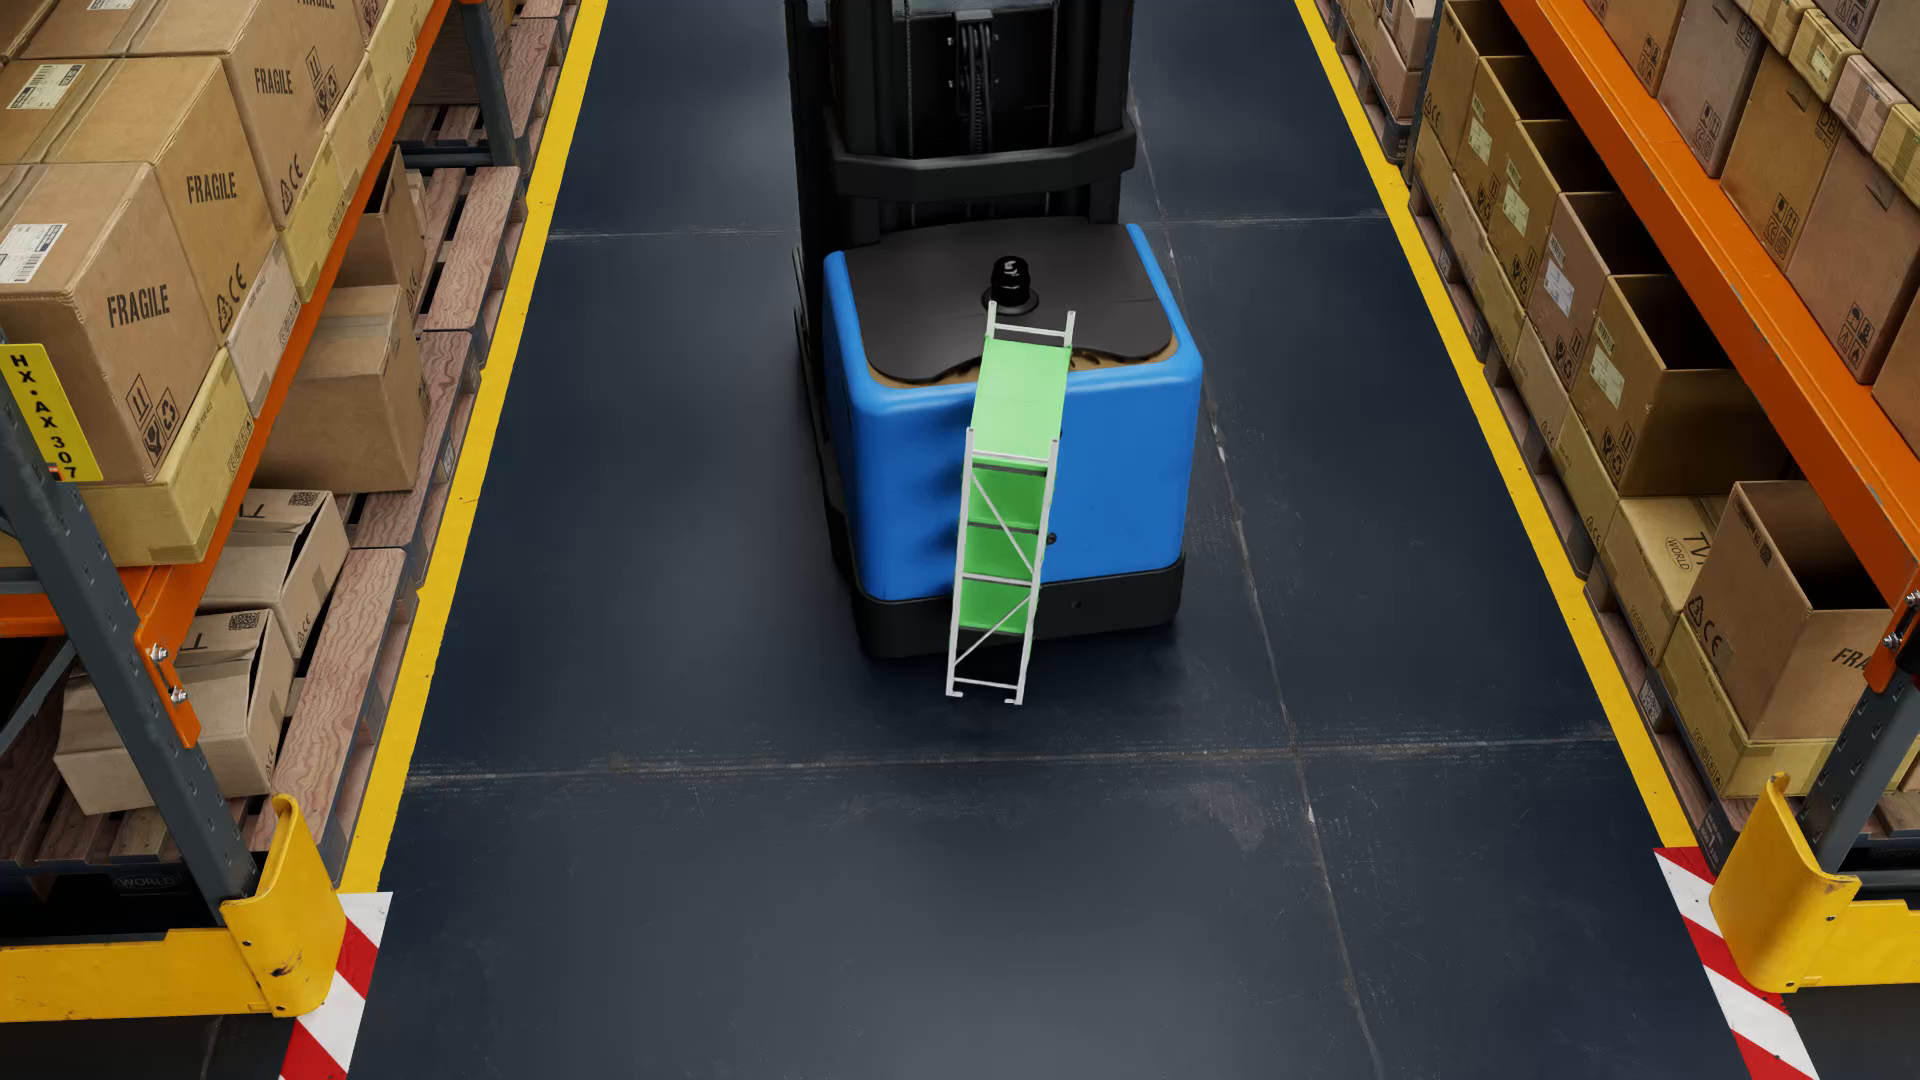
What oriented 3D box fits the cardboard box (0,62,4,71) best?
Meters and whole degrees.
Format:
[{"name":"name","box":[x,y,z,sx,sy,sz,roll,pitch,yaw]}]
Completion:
[{"name":"cardboard box","box":[-2.514,-0.782,3.925,0.500,0.500,0.500,-1,43,-1]}]

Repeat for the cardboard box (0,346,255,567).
[{"name":"cardboard box","box":[-1.974,-0.192,3.836,0.500,0.250,0.500,-3,43,-3]}]

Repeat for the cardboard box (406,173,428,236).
[{"name":"cardboard box","box":[-2.387,-1.359,6.784,0.380,0.166,0.250,-7,43,-7]}]

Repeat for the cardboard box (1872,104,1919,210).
[{"name":"cardboard box","box":[2.449,-0.924,3.984,0.380,0.149,0.250,-2,43,-2]}]

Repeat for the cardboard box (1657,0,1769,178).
[{"name":"cardboard box","box":[2.603,-1.444,5.031,0.700,0.500,0.500,0,43,-1]}]

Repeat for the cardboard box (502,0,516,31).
[{"name":"cardboard box","box":[-2.560,-2.686,7.985,0.700,0.500,0.500,-2,43,-3]}]

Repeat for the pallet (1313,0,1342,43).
[{"name":"pallet","box":[2.384,-3.041,8.911,1.003,0.211,1.213,-2,43,-2]}]

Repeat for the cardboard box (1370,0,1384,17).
[{"name":"cardboard box","box":[2.177,-2.711,7.797,0.500,0.311,0.500,-1,43,-1]}]

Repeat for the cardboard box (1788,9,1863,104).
[{"name":"cardboard box","box":[2.429,-1.271,4.363,0.380,0.149,0.250,0,43,0]}]

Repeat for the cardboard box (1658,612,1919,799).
[{"name":"cardboard box","box":[2.361,0.459,4.753,0.500,0.250,0.500,-2,43,-2]}]

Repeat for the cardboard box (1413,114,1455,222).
[{"name":"cardboard box","box":[2.226,-1.566,6.963,0.500,0.250,0.500,-2,43,-2]}]

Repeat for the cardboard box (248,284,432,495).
[{"name":"cardboard box","box":[-2.215,-0.493,5.593,0.700,0.500,0.500,-4,43,-4]}]

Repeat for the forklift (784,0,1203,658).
[{"name":"forklift","box":[-0.041,-1.713,5.450,1.130,2.935,3.031,-7,43,-7]}]

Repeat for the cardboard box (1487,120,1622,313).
[{"name":"cardboard box","box":[2.258,-1.167,5.972,0.500,0.500,0.500,-2,43,-2]}]

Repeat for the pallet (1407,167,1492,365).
[{"name":"pallet","box":[2.501,-1.181,6.882,1.003,0.211,1.213,-2,43,-2]}]

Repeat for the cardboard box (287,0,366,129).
[{"name":"cardboard box","box":[-2.051,-1.492,4.699,0.500,0.500,0.500,0,43,0]}]

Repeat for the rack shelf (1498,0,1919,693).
[{"name":"rack shelf","box":[2.594,-1.131,5.297,1.077,0.370,4.000,-2,43,-2]}]

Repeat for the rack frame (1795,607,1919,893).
[{"name":"rack frame","box":[2.679,-0.046,3.580,1.000,3.000,0.127,-2,43,-2]}]

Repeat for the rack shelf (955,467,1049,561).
[{"name":"rack shelf","box":[0.146,-0.185,4.759,0.258,0.148,0.480,8,50,2]}]

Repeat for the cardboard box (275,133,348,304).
[{"name":"cardboard box","box":[-2.026,-0.886,4.593,0.500,0.250,0.500,-2,43,-2]}]

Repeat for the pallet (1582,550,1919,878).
[{"name":"pallet","box":[2.605,0.467,5.085,1.003,0.211,1.213,-2,43,-2]}]

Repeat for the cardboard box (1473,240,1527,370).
[{"name":"cardboard box","box":[2.258,-0.891,6.226,0.500,0.250,0.500,-2,43,-2]}]

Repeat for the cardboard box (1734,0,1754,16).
[{"name":"cardboard box","box":[2.404,-1.622,4.745,0.380,0.149,0.250,-2,43,-2]}]

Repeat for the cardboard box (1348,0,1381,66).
[{"name":"cardboard box","box":[2.182,-2.501,7.983,0.500,0.250,0.500,-2,43,-2]}]

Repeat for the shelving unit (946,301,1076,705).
[{"name":"shelving unit","box":[0.137,-0.072,4.895,0.258,1.200,0.503,8,50,2]}]

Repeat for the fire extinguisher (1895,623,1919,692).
[{"name":"fire extinguisher","box":[2.220,0.075,3.505,0.296,0.674,0.183,-2,43,-2]}]

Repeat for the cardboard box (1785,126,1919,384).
[{"name":"cardboard box","box":[2.645,-0.753,4.278,0.700,0.500,0.500,-1,43,-1]}]

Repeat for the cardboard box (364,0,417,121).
[{"name":"cardboard box","box":[-2.067,-1.567,5.336,0.500,0.250,0.500,-2,43,-2]}]

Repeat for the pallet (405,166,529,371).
[{"name":"pallet","box":[-2.376,-1.122,6.817,1.003,0.211,1.213,-2,43,-2]}]

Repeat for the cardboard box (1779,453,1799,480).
[{"name":"cardboard box","box":[2.821,-0.507,5.252,0.500,0.500,0.500,-2,43,-2]}]

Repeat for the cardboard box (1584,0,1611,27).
[{"name":"cardboard box","box":[2.563,-2.128,5.778,0.700,0.500,0.500,-2,43,-2]}]

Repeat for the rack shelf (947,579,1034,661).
[{"name":"rack shelf","box":[0.121,0.121,5.128,0.258,0.148,0.480,8,50,2]}]

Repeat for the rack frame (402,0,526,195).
[{"name":"rack frame","box":[-2.440,-2.602,6.369,1.000,3.000,0.127,-2,43,-2]}]

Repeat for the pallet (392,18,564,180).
[{"name":"pallet","box":[-2.475,-2.100,7.884,1.003,0.211,1.213,-2,43,-2]}]

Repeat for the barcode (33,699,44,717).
[{"name":"barcode","box":[-2.610,0.454,4.693,0.001,0.075,0.075,-2,43,-2]}]

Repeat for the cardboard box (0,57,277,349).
[{"name":"cardboard box","box":[-2.001,-0.795,3.939,0.500,0.500,0.500,-2,43,-2]}]

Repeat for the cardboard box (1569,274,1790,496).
[{"name":"cardboard box","box":[2.302,-0.492,5.236,0.500,0.500,0.500,-2,43,-2]}]

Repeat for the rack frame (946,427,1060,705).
[{"name":"rack frame","box":[0.106,0.113,4.739,0.240,1.200,0.015,8,50,2]}]

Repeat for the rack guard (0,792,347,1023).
[{"name":"rack guard","box":[-2.273,0.969,4.323,1.175,0.500,0.348,-2,43,-2]}]

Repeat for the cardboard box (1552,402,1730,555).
[{"name":"cardboard box","box":[2.305,-0.216,5.489,0.500,0.250,0.500,-2,43,-2]}]

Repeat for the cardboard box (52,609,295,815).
[{"name":"cardboard box","box":[-2.210,0.458,4.695,0.500,0.311,0.500,-6,43,-7]}]

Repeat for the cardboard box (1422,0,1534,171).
[{"name":"cardboard box","box":[2.216,-1.842,6.709,0.500,0.500,0.500,-2,43,-2]}]

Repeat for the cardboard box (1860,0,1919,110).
[{"name":"cardboard box","box":[2.642,-1.267,3.879,0.700,0.500,0.500,-3,43,-3]}]
